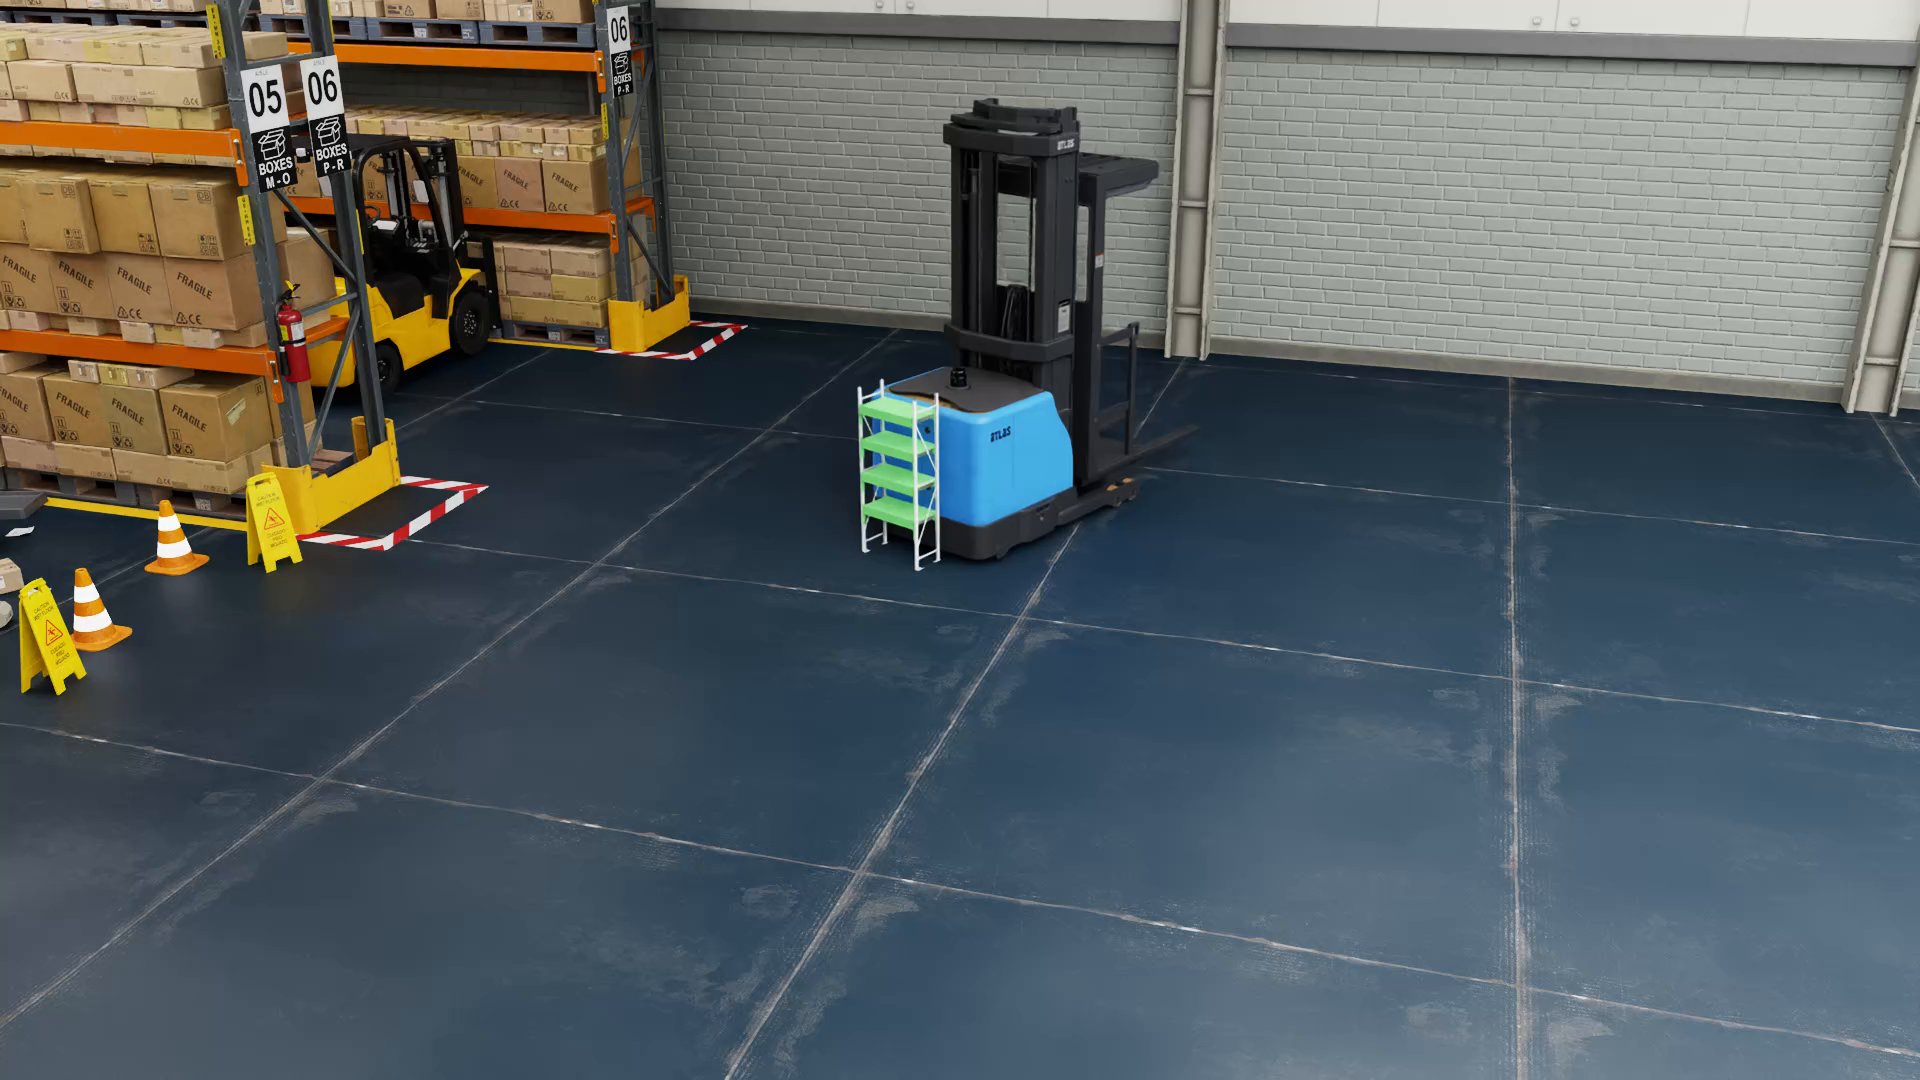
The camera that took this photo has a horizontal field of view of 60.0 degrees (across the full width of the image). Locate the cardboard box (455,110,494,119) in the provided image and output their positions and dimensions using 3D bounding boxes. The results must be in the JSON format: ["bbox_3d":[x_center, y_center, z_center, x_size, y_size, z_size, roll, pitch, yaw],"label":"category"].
[{"bbox_3d":[-4.864,-4.223,16.735,0.250,0.149,0.380,7,23,16],"label":"cardboard box"}]

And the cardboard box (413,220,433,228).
[{"bbox_3d":[-5.464,-3.174,17.308,0.500,0.250,0.500,7,23,16],"label":"cardboard box"}]

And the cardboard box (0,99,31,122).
[{"bbox_3d":[-6.467,-3.002,11.515,0.250,0.149,0.380,6,23,15],"label":"cardboard box"}]

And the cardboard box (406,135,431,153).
[{"bbox_3d":[-5.257,-3.922,16.393,0.250,0.149,0.380,6,23,14],"label":"cardboard box"}]

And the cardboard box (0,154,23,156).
[{"bbox_3d":[-9.956,-4.058,17.908,0.500,0.250,0.500,6,23,14],"label":"cardboard box"}]

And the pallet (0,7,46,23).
[{"bbox_3d":[-10.115,-5.580,17.718,1.003,0.211,1.213,8,24,18],"label":"pallet"}]

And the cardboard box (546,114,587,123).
[{"bbox_3d":[-3.889,-4.108,16.454,0.250,0.149,0.380,7,23,17],"label":"cardboard box"}]

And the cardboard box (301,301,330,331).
[{"bbox_3d":[-4.827,-1.637,12.140,0.250,0.149,0.380,7,23,16],"label":"cardboard box"}]

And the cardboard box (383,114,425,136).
[{"bbox_3d":[-5.485,-4.112,16.464,0.250,0.149,0.380,6,23,15],"label":"cardboard box"}]

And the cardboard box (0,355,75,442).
[{"bbox_3d":[-6.893,-1.074,12.517,0.500,0.500,0.500,8,24,18],"label":"cardboard box"}]

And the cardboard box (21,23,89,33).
[{"bbox_3d":[-6.513,-3.629,11.993,0.250,0.149,0.380,7,23,16],"label":"cardboard box"}]

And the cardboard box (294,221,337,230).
[{"bbox_3d":[-6.588,-3.101,17.130,0.500,0.250,0.500,6,23,15],"label":"cardboard box"}]

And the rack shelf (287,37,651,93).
[{"bbox_3d":[-5.046,-4.719,16.317,4.000,0.370,1.077,7,23,16],"label":"rack shelf"}]

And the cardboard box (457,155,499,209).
[{"bbox_3d":[-4.663,-3.566,16.379,0.500,0.500,0.500,6,23,14],"label":"cardboard box"}]

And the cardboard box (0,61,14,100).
[{"bbox_3d":[-6.593,-3.220,11.522,0.500,0.250,0.500,7,23,16],"label":"cardboard box"}]

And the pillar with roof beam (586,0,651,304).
[{"bbox_3d":[-4.781,-5.060,12.248,0.400,9.000,9.100,7,23,16],"label":"pillar with roof beam"}]

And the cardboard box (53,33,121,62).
[{"bbox_3d":[-5.916,-3.351,11.314,0.250,0.149,0.380,7,23,16],"label":"cardboard box"}]

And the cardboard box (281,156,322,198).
[{"bbox_3d":[-6.612,-3.786,16.916,0.500,0.500,0.500,6,23,14],"label":"cardboard box"}]

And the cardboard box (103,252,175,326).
[{"bbox_3d":[-5.639,-1.841,11.781,0.500,0.500,0.500,7,23,16],"label":"cardboard box"}]

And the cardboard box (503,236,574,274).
[{"bbox_3d":[-4.153,-2.821,16.446,0.500,0.250,0.500,7,23,16],"label":"cardboard box"}]

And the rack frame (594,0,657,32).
[{"bbox_3d":[-3.131,-6.220,15.077,0.127,3.000,1.000,7,23,16],"label":"rack frame"}]

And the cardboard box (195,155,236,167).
[{"bbox_3d":[-7.505,-4.006,17.123,0.500,0.250,0.500,6,23,14],"label":"cardboard box"}]

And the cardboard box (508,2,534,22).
[{"bbox_3d":[-4.012,-4.937,15.548,0.250,0.149,0.380,6,23,14],"label":"cardboard box"}]

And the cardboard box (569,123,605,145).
[{"bbox_3d":[-3.535,-3.892,15.926,0.250,0.149,0.380,7,23,16],"label":"cardboard box"}]

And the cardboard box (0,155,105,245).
[{"bbox_3d":[-6.552,-2.446,11.939,0.500,0.500,0.700,6,23,15],"label":"cardboard box"}]

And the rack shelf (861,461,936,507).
[{"bbox_3d":[-0.410,-0.379,11.280,0.480,0.148,0.258,18,29,36],"label":"rack shelf"}]

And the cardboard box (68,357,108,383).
[{"bbox_3d":[-6.266,-1.277,12.158,0.250,0.149,0.380,8,23,18],"label":"cardboard box"}]

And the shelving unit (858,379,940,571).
[{"bbox_3d":[-0.410,-0.438,11.255,0.503,1.200,0.258,18,29,36],"label":"shelving unit"}]

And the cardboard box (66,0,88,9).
[{"bbox_3d":[-8.840,-5.490,16.895,0.250,0.149,0.380,6,23,15],"label":"cardboard box"}]

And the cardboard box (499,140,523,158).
[{"bbox_3d":[-4.262,-3.827,16.160,0.250,0.149,0.380,6,23,15],"label":"cardboard box"}]

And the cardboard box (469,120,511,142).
[{"bbox_3d":[-4.537,-3.969,16.114,0.250,0.149,0.380,7,23,17],"label":"cardboard box"}]

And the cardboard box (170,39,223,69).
[{"bbox_3d":[-4.971,-3.211,10.974,0.250,0.149,0.380,7,23,16],"label":"cardboard box"}]

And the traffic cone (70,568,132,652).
[{"bbox_3d":[-5.341,0.395,10.198,0.334,0.463,0.336,7,23,16],"label":"traffic cone"}]

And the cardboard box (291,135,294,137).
[{"bbox_3d":[-6.732,-4.099,16.824,0.250,0.149,0.380,6,23,15],"label":"cardboard box"}]

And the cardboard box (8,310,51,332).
[{"bbox_3d":[-6.711,-1.651,12.174,0.250,0.149,0.380,6,23,15],"label":"cardboard box"}]

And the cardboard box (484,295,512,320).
[{"bbox_3d":[-4.622,-2.420,16.786,0.500,0.250,0.500,7,23,16],"label":"cardboard box"}]

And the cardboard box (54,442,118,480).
[{"bbox_3d":[-6.410,-0.669,12.518,0.500,0.250,0.500,6,23,14],"label":"cardboard box"}]

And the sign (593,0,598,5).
[{"bbox_3d":[-3.302,-5.010,15.016,0.005,0.325,0.100,7,23,16],"label":"sign"}]

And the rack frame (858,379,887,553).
[{"bbox_3d":[-0.597,-0.498,11.400,0.015,1.200,0.240,18,29,36],"label":"rack frame"}]

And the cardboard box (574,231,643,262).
[{"bbox_3d":[-3.537,-2.951,16.764,0.500,0.250,0.500,6,23,15],"label":"cardboard box"}]

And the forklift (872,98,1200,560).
[{"bbox_3d":[0.706,-1.708,12.071,1.130,2.935,3.031,18,28,36],"label":"forklift"}]

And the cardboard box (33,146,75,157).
[{"bbox_3d":[-9.461,-4.227,17.661,0.500,0.250,0.500,6,23,14],"label":"cardboard box"}]

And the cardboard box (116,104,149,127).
[{"bbox_3d":[-5.476,-2.907,11.283,0.250,0.149,0.380,7,23,17],"label":"cardboard box"}]

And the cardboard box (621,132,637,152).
[{"bbox_3d":[-3.381,-3.923,16.394,0.250,0.149,0.380,6,23,14],"label":"cardboard box"}]

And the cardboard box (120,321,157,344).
[{"bbox_3d":[-5.751,-1.529,11.875,0.250,0.149,0.380,7,23,16],"label":"cardboard box"}]

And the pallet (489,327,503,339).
[{"bbox_3d":[-5.040,-2.358,17.240,1.213,0.211,1.003,7,23,15],"label":"pallet"}]

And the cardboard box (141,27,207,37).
[{"bbox_3d":[-5.529,-3.521,11.728,0.250,0.149,0.380,6,23,15],"label":"cardboard box"}]

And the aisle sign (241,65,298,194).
[{"bbox_3d":[-4.586,-2.732,11.051,0.004,0.787,0.394,7,23,16],"label":"aisle sign"}]

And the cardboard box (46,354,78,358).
[{"bbox_3d":[-6.771,-1.271,12.997,0.500,0.500,0.500,8,24,18],"label":"cardboard box"}]

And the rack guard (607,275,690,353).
[{"bbox_3d":[-3.108,-2.286,16.684,0.348,0.500,1.175,7,23,16],"label":"rack guard"}]

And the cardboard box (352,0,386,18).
[{"bbox_3d":[-5.628,-5.176,15.977,0.258,0.266,0.396,6,23,14],"label":"cardboard box"}]

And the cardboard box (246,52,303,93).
[{"bbox_3d":[-4.966,-3.249,11.591,0.500,0.250,0.500,6,23,15],"label":"cardboard box"}]

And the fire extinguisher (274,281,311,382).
[{"bbox_3d":[-4.585,-1.425,11.394,0.183,0.674,0.296,7,23,16],"label":"fire extinguisher"}]

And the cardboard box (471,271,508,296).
[{"bbox_3d":[-4.665,-2.646,16.679,0.500,0.250,0.500,6,23,14],"label":"cardboard box"}]

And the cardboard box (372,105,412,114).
[{"bbox_3d":[-5.825,-4.371,17.094,0.250,0.149,0.380,6,23,14],"label":"cardboard box"}]

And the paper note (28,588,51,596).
[{"bbox_3d":[-6.042,0.352,10.871,0.142,0.019,0.148,-1,22,-3],"label":"paper note"}]
